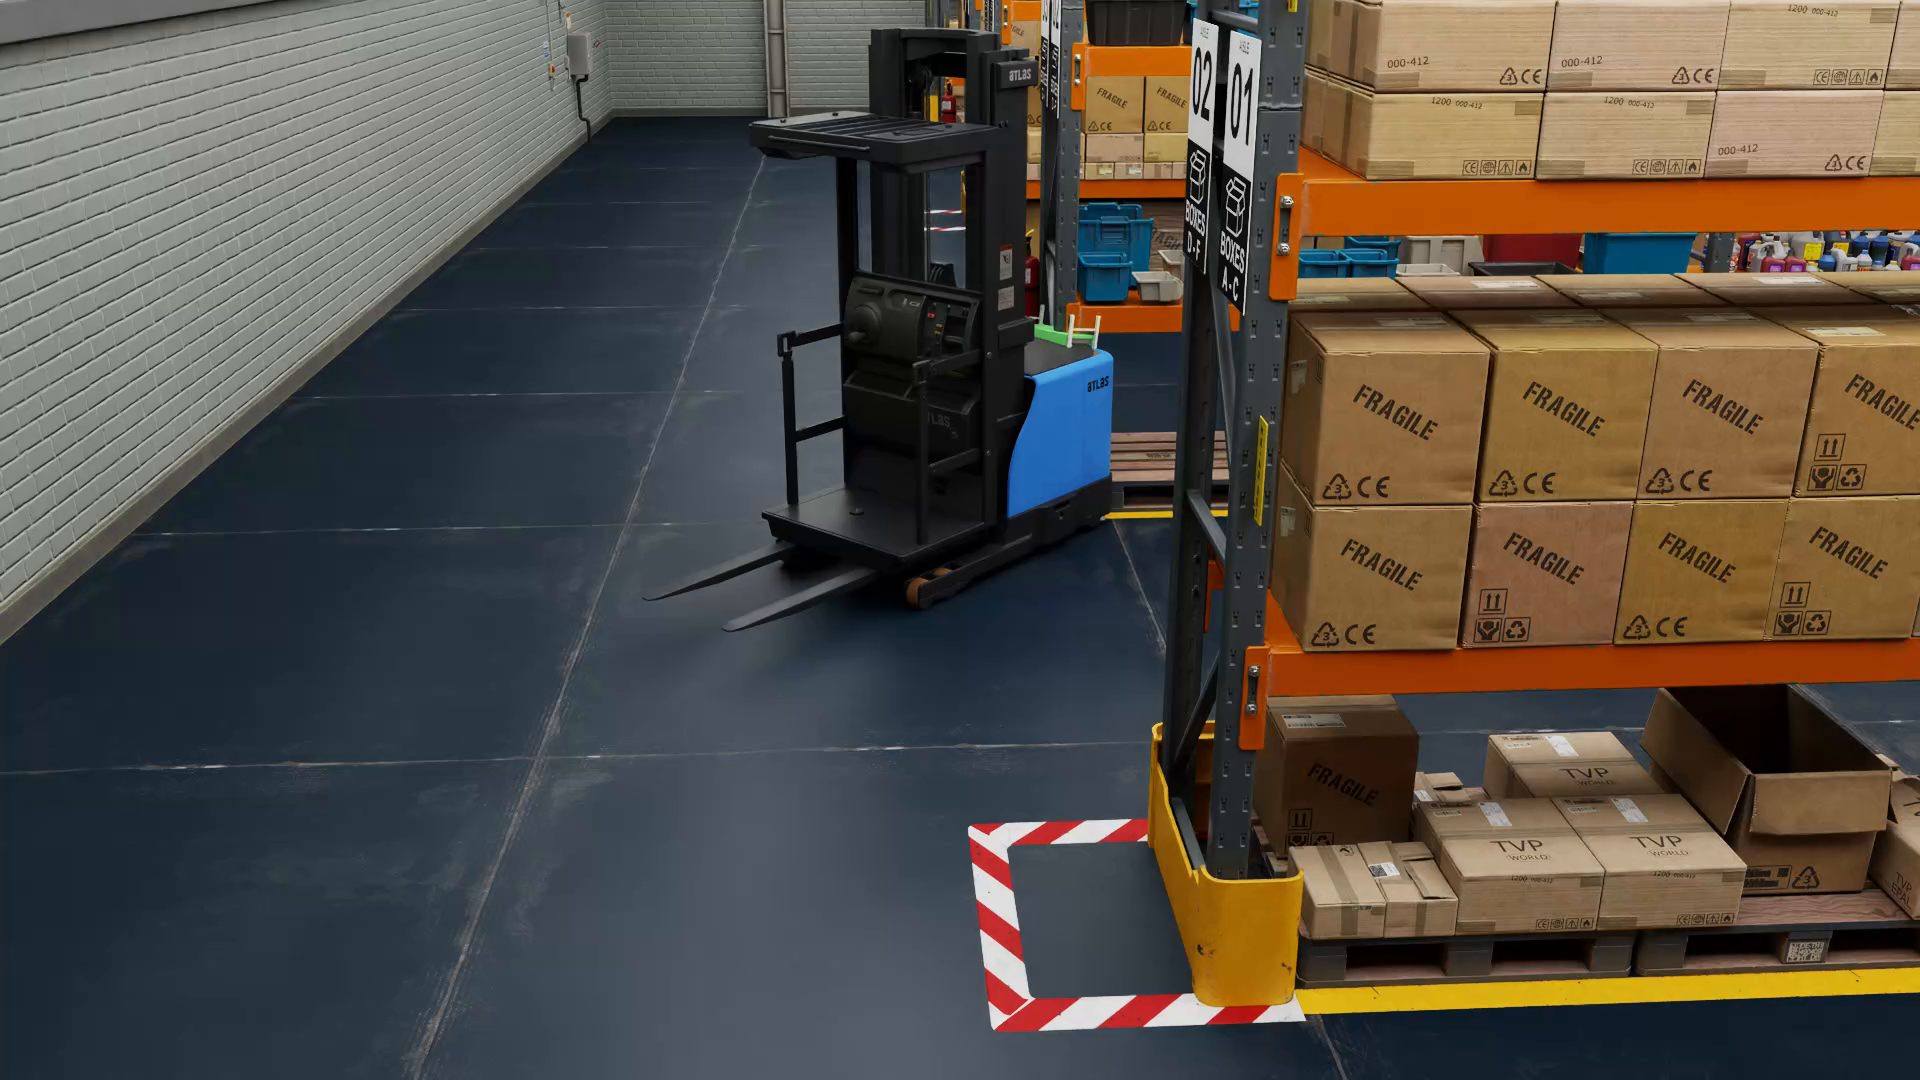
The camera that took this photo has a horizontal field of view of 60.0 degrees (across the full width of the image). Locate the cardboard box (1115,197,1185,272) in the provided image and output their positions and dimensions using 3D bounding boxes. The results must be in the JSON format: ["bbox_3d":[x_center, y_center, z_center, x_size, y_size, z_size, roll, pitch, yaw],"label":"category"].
[{"bbox_3d":[1.868,-2.781,15.450,0.875,0.875,0.875,-1,21,-3],"label":"cardboard box"}]

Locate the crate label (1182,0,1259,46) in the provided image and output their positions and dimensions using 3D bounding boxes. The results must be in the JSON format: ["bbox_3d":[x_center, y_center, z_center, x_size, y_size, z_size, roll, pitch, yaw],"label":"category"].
[{"bbox_3d":[1.547,-2.995,9.609,0.502,0.251,0.408,-1,21,-3],"label":"crate label"}]

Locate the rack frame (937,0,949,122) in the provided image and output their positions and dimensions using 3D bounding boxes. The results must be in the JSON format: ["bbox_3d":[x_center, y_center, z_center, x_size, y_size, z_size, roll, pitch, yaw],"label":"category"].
[{"bbox_3d":[-0.241,-7.039,24.236,0.127,3.000,1.000,-1,21,-3],"label":"rack frame"}]

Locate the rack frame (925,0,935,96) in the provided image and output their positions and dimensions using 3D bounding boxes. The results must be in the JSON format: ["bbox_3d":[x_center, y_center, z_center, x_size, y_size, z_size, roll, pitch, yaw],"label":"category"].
[{"bbox_3d":[-0.528,-8.802,28.867,0.127,3.000,1.000,-1,21,-3],"label":"rack frame"}]

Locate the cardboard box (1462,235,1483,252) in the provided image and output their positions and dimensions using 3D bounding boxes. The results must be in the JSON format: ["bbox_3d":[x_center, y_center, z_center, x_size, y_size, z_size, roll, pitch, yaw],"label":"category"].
[{"bbox_3d":[4.956,-2.823,15.559,0.875,0.875,1.225,-1,21,-3],"label":"cardboard box"}]

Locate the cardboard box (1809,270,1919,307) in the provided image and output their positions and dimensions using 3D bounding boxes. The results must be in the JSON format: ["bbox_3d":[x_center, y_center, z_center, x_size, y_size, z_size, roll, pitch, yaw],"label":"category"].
[{"bbox_3d":[3.366,-0.664,5.946,0.500,0.500,0.500,-2,21,-5],"label":"cardboard box"}]

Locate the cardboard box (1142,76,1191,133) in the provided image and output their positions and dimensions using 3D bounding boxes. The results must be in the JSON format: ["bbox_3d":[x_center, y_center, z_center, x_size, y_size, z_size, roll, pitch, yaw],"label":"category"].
[{"bbox_3d":[1.836,-3.874,14.663,0.500,0.500,0.500,-2,21,-5],"label":"cardboard box"}]

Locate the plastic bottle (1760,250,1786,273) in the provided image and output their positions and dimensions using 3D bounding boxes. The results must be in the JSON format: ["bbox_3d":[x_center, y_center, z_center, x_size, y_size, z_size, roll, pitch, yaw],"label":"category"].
[{"bbox_3d":[4.992,-1.641,10.224,0.133,0.283,0.061,-1,21,-3],"label":"plastic bottle"}]

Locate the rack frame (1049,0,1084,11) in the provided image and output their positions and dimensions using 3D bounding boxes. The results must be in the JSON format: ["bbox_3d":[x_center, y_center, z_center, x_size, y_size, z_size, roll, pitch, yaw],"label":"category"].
[{"bbox_3d":[0.608,-4.562,9.301,0.127,3.000,1.000,-1,21,-3],"label":"rack frame"}]

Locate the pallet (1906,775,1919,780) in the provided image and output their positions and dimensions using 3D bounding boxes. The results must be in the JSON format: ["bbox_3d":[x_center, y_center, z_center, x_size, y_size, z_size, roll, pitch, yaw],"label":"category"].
[{"bbox_3d":[4.195,1.237,6.420,1.213,0.211,1.003,-1,21,-3],"label":"pallet"}]

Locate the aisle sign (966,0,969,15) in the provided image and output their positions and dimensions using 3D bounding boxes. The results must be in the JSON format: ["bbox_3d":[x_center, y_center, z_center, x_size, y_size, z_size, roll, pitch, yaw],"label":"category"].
[{"bbox_3d":[0.087,-6.389,18.876,0.004,0.787,0.394,-1,21,-3],"label":"aisle sign"}]

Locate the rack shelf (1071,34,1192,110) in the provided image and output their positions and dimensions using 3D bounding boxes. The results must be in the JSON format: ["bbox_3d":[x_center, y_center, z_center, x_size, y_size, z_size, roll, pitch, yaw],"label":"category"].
[{"bbox_3d":[2.605,-2.865,10.069,4.000,0.370,1.077,-1,21,-3],"label":"rack shelf"}]

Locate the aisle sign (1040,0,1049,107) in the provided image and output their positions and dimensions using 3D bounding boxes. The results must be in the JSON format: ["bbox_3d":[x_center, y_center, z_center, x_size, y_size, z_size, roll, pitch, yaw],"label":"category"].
[{"bbox_3d":[0.519,-3.076,10.175,0.004,0.787,0.394,-1,21,-3],"label":"aisle sign"}]

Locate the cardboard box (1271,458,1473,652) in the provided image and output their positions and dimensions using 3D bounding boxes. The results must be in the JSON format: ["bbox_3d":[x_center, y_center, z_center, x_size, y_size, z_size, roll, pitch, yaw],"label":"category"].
[{"bbox_3d":[1.345,0.039,5.506,0.500,0.500,0.500,-1,21,-2],"label":"cardboard box"}]

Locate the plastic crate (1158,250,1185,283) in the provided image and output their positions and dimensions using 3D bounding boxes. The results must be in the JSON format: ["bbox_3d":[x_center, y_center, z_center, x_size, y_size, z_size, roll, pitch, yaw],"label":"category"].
[{"bbox_3d":[1.412,-1.744,10.617,0.243,0.136,0.396,-1,21,-3],"label":"plastic crate"}]

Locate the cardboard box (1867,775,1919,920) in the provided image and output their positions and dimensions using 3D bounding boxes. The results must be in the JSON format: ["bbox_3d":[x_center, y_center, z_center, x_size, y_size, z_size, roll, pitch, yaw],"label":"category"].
[{"bbox_3d":[3.579,1.098,6.025,0.500,0.311,0.500,-1,21,-3],"label":"cardboard box"}]

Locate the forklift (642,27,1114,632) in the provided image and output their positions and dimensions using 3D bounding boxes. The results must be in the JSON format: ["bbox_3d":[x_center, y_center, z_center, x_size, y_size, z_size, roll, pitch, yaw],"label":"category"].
[{"bbox_3d":[-0.407,-1.199,8.995,1.130,2.935,3.031,17,27,37],"label":"forklift"}]

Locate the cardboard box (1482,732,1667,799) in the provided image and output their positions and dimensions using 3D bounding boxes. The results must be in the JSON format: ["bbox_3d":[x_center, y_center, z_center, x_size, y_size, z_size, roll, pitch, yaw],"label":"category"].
[{"bbox_3d":[2.366,0.973,6.439,0.500,0.250,0.500,-1,21,-3],"label":"cardboard box"}]

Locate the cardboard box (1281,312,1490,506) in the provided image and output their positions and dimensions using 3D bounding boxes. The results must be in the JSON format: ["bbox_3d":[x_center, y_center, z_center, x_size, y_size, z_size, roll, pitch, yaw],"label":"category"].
[{"bbox_3d":[1.345,-0.428,5.328,0.500,0.500,0.500,-1,21,-1],"label":"cardboard box"}]

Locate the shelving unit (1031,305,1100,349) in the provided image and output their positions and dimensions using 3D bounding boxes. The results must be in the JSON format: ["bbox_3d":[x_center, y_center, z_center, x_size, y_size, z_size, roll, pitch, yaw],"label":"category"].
[{"bbox_3d":[0.527,-0.817,10.239,0.258,1.200,0.503,-5,17,-41],"label":"shelving unit"}]

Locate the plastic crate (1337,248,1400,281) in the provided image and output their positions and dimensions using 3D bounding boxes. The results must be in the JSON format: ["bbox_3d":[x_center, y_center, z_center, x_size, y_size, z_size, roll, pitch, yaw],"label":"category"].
[{"bbox_3d":[2.487,-1.629,10.180,0.300,0.233,0.416,-1,21,-3],"label":"plastic crate"}]

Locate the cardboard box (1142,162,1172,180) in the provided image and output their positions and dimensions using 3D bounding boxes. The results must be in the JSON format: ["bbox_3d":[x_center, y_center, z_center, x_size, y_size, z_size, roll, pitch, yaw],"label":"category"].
[{"bbox_3d":[1.724,-3.312,14.802,0.250,0.149,0.380,-2,21,-4],"label":"cardboard box"}]

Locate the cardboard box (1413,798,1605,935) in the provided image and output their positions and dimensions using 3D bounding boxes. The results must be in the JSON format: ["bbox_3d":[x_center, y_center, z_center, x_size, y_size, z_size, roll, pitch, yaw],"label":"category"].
[{"bbox_3d":[1.945,1.160,5.948,0.500,0.250,0.500,-1,21,-3],"label":"cardboard box"}]

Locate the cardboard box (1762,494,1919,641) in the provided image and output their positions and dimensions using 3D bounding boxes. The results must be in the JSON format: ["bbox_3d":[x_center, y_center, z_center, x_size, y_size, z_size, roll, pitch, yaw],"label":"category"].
[{"bbox_3d":[2.860,0.008,5.588,0.500,0.500,0.500,-1,21,-2],"label":"cardboard box"}]

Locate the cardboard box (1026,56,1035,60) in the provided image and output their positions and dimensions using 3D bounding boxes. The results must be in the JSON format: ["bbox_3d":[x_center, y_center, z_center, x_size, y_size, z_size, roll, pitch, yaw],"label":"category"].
[{"bbox_3d":[0.607,-5.379,19.318,0.500,0.500,0.500,0,21,0],"label":"cardboard box"}]

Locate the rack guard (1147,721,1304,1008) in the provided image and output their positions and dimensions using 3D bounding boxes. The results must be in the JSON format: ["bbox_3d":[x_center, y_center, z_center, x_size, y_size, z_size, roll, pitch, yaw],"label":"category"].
[{"bbox_3d":[0.963,1.168,6.195,0.348,0.500,1.175,-1,21,-3],"label":"rack guard"}]

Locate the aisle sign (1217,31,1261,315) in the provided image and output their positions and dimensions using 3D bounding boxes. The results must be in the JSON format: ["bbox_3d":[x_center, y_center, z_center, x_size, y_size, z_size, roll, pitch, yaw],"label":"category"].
[{"bbox_3d":[0.836,-1.108,5.006,0.004,0.787,0.394,-1,21,-3],"label":"aisle sign"}]

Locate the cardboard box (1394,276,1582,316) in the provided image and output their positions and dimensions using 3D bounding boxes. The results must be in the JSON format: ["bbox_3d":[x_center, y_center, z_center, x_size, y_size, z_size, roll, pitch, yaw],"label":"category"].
[{"bbox_3d":[1.820,-0.630,5.859,0.500,0.500,0.500,-1,21,-2],"label":"cardboard box"}]

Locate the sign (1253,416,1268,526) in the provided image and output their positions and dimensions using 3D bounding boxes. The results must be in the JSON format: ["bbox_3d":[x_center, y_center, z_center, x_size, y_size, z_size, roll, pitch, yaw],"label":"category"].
[{"bbox_3d":[0.918,-0.211,5.086,0.005,0.325,0.100,-1,21,-3],"label":"sign"}]

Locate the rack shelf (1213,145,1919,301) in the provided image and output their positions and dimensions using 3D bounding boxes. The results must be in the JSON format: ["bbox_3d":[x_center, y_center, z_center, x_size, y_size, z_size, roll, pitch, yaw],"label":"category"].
[{"bbox_3d":[2.884,-1.105,5.447,4.000,0.370,1.077,-1,21,-3],"label":"rack shelf"}]

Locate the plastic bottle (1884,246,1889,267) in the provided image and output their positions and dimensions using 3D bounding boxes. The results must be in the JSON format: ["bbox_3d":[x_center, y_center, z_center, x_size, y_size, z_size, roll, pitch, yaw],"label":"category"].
[{"bbox_3d":[6.093,-1.903,11.025,0.097,0.201,0.097,0,21,0],"label":"plastic bottle"}]

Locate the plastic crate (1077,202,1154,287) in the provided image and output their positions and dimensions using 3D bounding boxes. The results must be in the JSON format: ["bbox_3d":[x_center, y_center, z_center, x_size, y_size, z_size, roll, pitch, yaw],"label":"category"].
[{"bbox_3d":[0.931,-1.877,10.543,0.499,0.435,0.616,-1,21,-3],"label":"plastic crate"}]

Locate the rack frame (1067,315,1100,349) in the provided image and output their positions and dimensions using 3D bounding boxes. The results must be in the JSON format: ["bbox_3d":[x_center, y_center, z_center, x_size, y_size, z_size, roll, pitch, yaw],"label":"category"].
[{"bbox_3d":[0.686,-0.759,10.063,0.240,1.200,0.015,-5,17,-41],"label":"rack frame"}]

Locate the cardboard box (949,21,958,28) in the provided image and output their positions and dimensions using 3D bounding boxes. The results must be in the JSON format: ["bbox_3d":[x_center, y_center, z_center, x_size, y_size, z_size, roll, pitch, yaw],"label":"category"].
[{"bbox_3d":[-0.059,-8.784,28.613,0.500,0.250,0.500,-1,21,-3],"label":"cardboard box"}]

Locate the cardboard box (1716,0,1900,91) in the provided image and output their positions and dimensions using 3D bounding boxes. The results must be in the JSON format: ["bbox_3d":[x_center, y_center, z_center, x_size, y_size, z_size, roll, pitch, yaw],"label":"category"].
[{"bbox_3d":[2.413,-1.503,4.988,0.500,0.250,0.500,-1,21,-3],"label":"cardboard box"}]

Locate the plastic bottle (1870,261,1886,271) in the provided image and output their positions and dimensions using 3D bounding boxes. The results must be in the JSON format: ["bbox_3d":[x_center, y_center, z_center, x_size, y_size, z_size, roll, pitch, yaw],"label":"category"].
[{"bbox_3d":[5.665,-1.623,10.291,0.097,0.201,0.097,0,21,0],"label":"plastic bottle"}]

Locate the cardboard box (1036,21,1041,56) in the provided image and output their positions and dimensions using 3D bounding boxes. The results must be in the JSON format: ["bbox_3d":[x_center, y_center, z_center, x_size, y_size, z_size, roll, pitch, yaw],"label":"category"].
[{"bbox_3d":[1.110,-5.863,19.183,0.500,0.500,0.500,-1,21,-1],"label":"cardboard box"}]

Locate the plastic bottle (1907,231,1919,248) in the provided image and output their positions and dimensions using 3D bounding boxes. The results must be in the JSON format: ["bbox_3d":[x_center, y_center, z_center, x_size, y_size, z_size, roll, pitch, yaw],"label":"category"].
[{"bbox_3d":[6.236,-1.884,10.878,0.097,0.271,0.097,0,21,0],"label":"plastic bottle"}]

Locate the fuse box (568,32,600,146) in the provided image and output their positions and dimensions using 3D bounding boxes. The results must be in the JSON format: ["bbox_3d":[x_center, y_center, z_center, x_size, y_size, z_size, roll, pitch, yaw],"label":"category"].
[{"bbox_3d":[-5.843,-7.063,26.110,0.414,1.711,0.539,-1,21,-3],"label":"fuse box"}]

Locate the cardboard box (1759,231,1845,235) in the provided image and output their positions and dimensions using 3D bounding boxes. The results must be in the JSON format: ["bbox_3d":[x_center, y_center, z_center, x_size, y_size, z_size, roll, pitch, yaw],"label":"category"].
[{"bbox_3d":[7.622,-2.877,15.702,0.875,0.875,1.225,-2,21,-6],"label":"cardboard box"}]

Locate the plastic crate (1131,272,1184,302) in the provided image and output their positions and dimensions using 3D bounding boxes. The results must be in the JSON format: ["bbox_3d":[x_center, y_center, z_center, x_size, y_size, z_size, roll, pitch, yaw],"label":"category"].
[{"bbox_3d":[1.198,-1.529,10.050,0.298,0.136,0.250,-1,21,-3],"label":"plastic crate"}]

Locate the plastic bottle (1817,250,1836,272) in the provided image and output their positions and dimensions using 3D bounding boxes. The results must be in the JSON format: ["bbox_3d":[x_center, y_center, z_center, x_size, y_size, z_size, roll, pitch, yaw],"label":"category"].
[{"bbox_3d":[5.336,-1.649,10.261,0.097,0.271,0.097,0,21,0],"label":"plastic bottle"}]

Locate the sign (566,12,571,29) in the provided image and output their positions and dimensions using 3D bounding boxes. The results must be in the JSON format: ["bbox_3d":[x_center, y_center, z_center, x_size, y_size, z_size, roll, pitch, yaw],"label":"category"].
[{"bbox_3d":[-6.047,-8.027,25.671,0.001,0.242,0.339,-1,21,-3],"label":"sign"}]

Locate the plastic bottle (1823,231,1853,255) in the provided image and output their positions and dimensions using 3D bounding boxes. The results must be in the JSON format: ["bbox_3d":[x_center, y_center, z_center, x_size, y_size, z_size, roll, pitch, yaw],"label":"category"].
[{"bbox_3d":[5.693,-1.904,10.820,0.185,0.351,0.144,-1,21,-3],"label":"plastic bottle"}]

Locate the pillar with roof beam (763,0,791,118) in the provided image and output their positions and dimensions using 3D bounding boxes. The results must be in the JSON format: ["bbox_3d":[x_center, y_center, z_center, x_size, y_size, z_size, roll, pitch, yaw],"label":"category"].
[{"bbox_3d":[-3.025,-10.342,24.480,0.400,9.000,9.100,-1,21,-3],"label":"pillar with roof beam"}]

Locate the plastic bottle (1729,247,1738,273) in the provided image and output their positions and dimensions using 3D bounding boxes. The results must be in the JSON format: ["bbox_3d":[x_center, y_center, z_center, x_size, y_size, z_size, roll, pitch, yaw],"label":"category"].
[{"bbox_3d":[5.002,-1.826,10.824,0.097,0.201,0.097,0,21,0],"label":"plastic bottle"}]

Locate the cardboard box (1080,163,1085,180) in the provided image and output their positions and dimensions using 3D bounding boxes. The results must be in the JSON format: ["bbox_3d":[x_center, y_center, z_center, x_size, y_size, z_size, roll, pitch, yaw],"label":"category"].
[{"bbox_3d":[0.954,-3.297,14.760,0.250,0.149,0.380,-1,21,-4],"label":"cardboard box"}]

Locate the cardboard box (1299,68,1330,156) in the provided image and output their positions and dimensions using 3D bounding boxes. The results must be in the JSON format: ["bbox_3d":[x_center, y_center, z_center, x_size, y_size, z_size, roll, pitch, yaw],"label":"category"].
[{"bbox_3d":[1.385,-1.435,5.513,0.500,0.250,0.500,-1,21,-3],"label":"cardboard box"}]

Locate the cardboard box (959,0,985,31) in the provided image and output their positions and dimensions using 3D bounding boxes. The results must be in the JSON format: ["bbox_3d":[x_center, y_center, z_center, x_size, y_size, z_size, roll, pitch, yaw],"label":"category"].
[{"bbox_3d":[0.255,-7.461,23.800,0.500,0.500,0.500,-2,21,-4],"label":"cardboard box"}]

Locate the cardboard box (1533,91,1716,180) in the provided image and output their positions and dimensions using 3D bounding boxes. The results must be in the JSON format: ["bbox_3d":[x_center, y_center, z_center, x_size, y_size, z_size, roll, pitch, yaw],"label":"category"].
[{"bbox_3d":[1.914,-1.257,5.044,0.500,0.250,0.500,-1,21,-3],"label":"cardboard box"}]

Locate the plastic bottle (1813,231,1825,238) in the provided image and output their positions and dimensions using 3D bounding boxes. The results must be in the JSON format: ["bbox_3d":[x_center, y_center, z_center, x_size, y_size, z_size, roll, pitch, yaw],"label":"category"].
[{"bbox_3d":[5.685,-1.956,10.955,0.185,0.351,0.144,-1,21,-3],"label":"plastic bottle"}]

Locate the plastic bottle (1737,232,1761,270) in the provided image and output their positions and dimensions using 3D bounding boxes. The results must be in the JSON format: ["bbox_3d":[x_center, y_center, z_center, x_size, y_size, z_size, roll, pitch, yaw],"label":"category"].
[{"bbox_3d":[5.205,-1.929,10.980,0.133,0.283,0.061,-1,21,-3],"label":"plastic bottle"}]

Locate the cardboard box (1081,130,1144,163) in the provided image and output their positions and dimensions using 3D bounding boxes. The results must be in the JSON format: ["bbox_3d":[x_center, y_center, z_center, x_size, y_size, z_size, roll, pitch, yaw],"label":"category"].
[{"bbox_3d":[1.338,-3.514,14.771,0.500,0.250,0.500,-1,21,-4],"label":"cardboard box"}]

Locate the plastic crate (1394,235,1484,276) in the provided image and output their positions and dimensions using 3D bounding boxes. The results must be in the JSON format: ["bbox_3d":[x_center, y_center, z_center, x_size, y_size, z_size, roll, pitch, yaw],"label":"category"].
[{"bbox_3d":[3.066,-1.847,10.682,0.530,0.282,0.437,-1,21,-3],"label":"plastic crate"}]

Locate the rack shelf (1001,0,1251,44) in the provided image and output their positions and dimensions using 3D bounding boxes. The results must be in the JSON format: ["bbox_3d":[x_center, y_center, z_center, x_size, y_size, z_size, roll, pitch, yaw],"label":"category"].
[{"bbox_3d":[2.322,-4.624,14.690,4.000,0.370,1.077,-1,21,-3],"label":"rack shelf"}]

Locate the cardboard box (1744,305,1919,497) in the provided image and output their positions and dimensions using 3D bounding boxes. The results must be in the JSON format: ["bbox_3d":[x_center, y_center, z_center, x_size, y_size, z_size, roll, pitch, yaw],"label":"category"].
[{"bbox_3d":[2.873,-0.461,5.413,0.500,0.500,0.500,-1,21,-4],"label":"cardboard box"}]

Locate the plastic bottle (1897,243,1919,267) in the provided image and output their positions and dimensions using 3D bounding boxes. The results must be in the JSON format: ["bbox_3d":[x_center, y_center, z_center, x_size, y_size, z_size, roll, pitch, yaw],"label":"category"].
[{"bbox_3d":[6.001,-1.729,10.464,0.135,0.276,0.152,-1,21,-3],"label":"plastic bottle"}]
